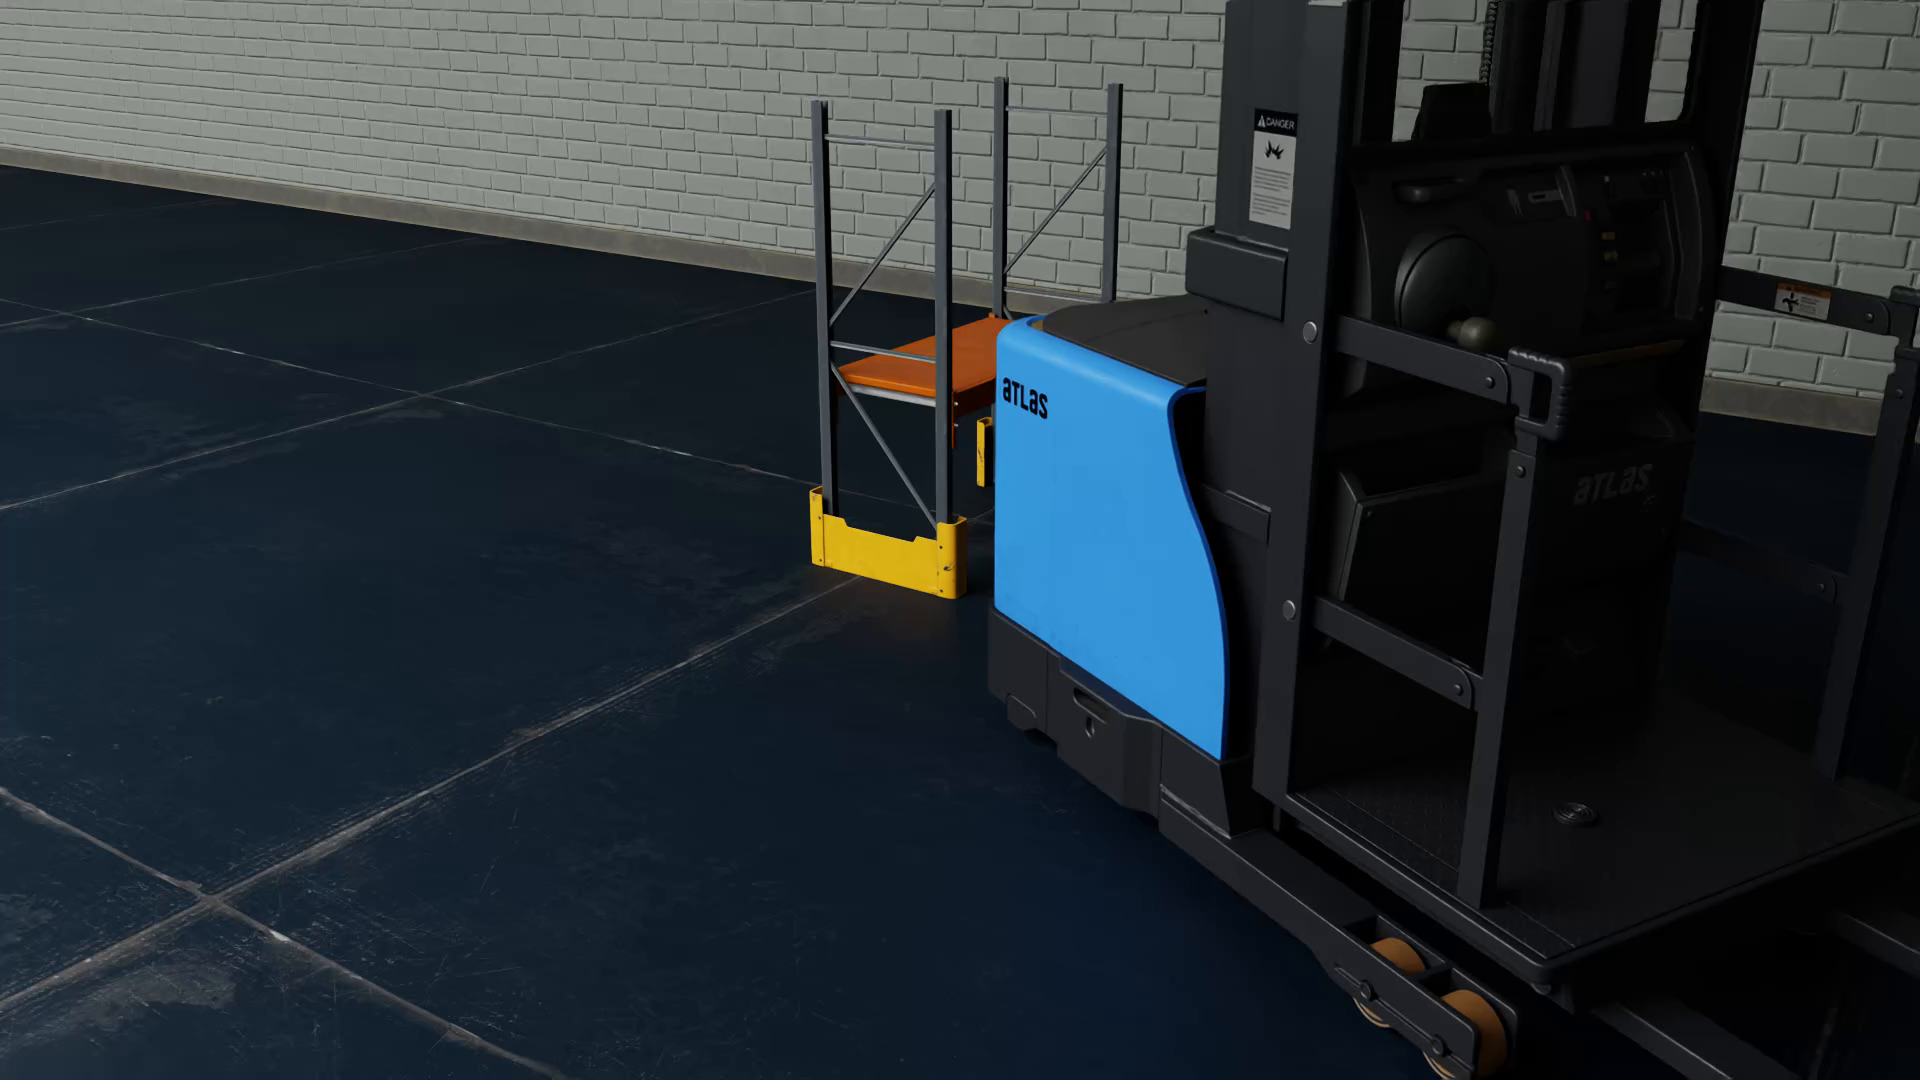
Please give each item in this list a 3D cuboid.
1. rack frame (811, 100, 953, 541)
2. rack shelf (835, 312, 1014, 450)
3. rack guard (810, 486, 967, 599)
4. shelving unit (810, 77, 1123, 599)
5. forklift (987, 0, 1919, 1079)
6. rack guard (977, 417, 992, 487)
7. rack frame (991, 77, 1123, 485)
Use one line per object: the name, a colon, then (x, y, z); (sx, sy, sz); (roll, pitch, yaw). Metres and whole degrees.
rack frame: (-0.238, -0.582, 5.177); (0.500, 1.500, 0.032); (13, 24, 32)
rack shelf: (0.048, -0.559, 5.633); (0.538, 0.185, 1.000); (13, 24, 32)
rack guard: (-0.237, 0.004, 5.394); (0.587, 0.250, 0.087); (13, 24, 32)
shelving unit: (0.043, -0.725, 5.564); (0.587, 1.500, 1.083); (13, 24, 32)
forklift: (1.227, -0.554, 3.039); (1.130, 2.935, 3.031); (-11, 23, -27)
rack guard: (0.323, -0.282, 6.167); (0.587, 0.250, 0.087); (13, 24, 32)
rack frame: (0.334, -0.874, 5.965); (0.500, 1.500, 0.032); (13, 24, 32)
